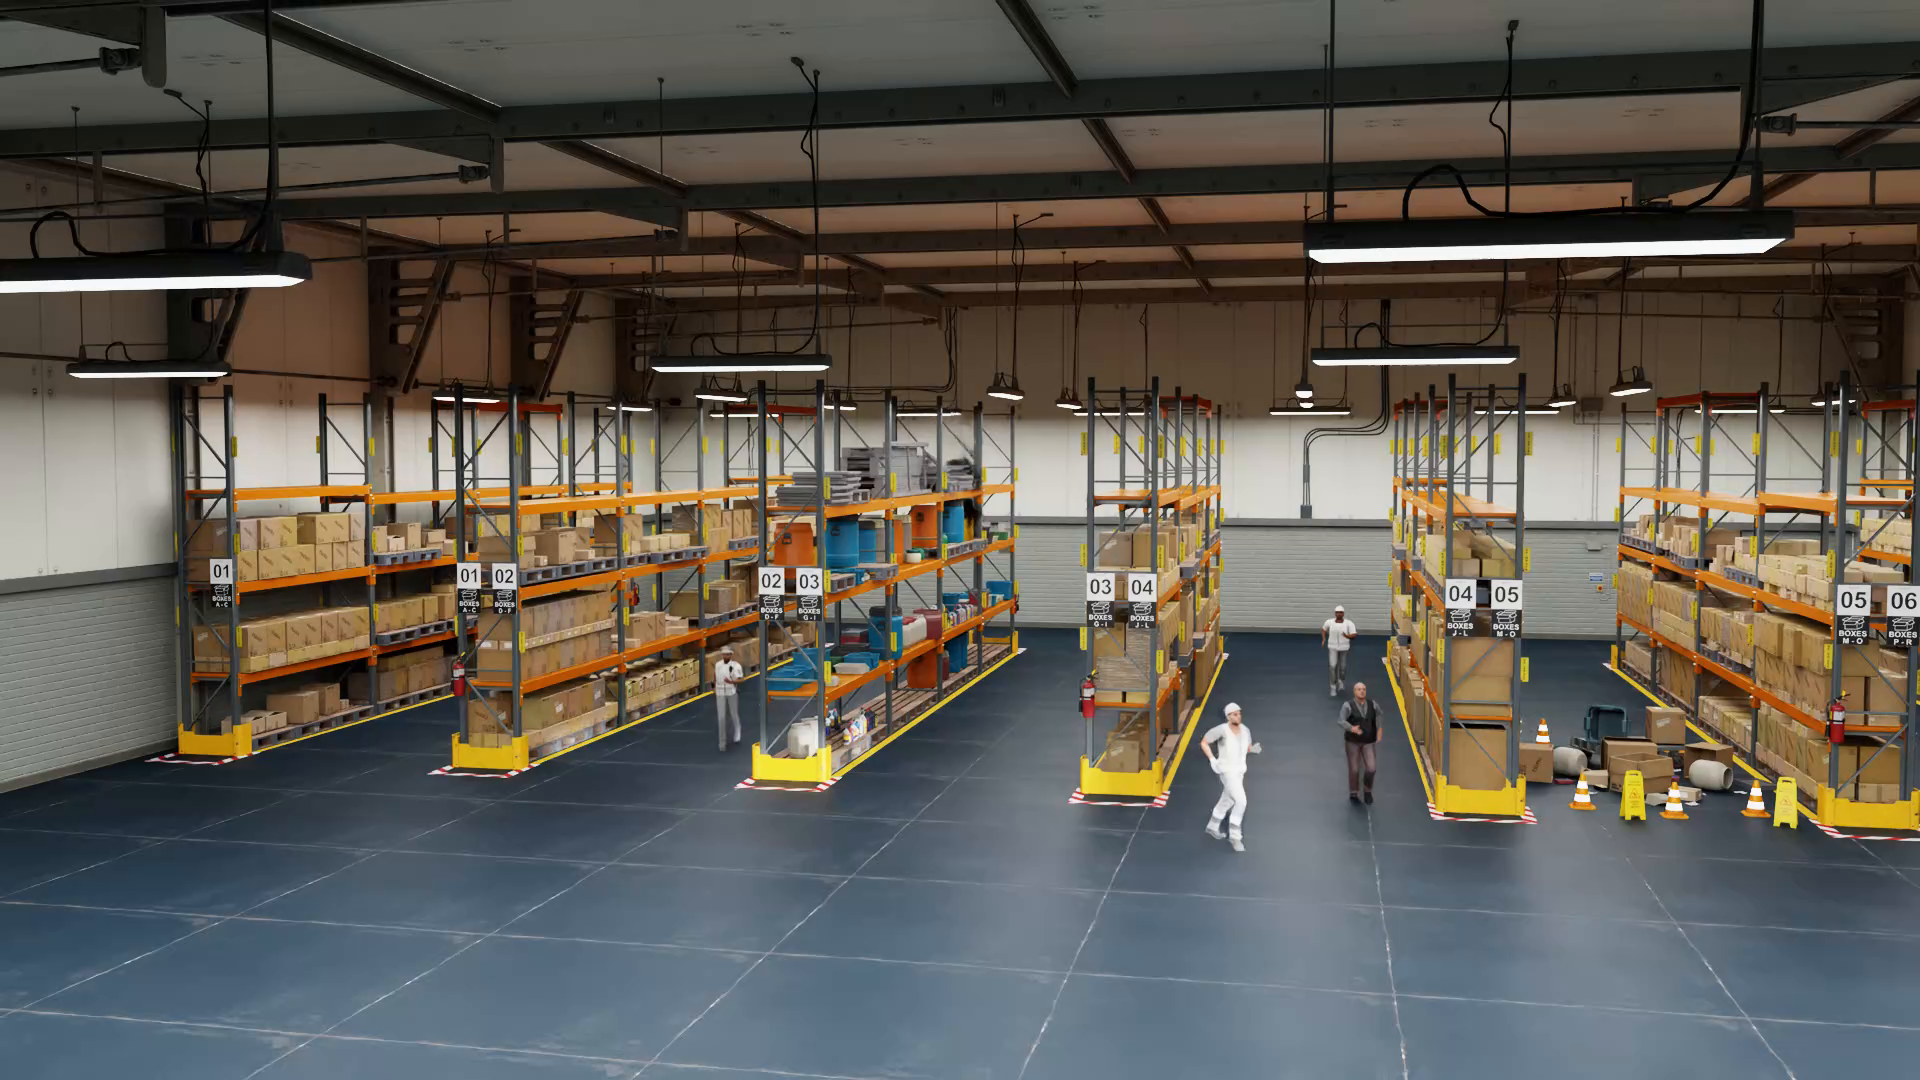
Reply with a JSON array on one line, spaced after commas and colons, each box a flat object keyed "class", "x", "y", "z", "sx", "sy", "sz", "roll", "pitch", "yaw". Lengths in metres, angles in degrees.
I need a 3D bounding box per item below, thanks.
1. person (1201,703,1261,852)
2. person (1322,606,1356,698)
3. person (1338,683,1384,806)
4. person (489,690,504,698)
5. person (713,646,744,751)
[{"class": "person", "x": 3.413, "y": 2.955, "z": 20.850, "sx": 0.616, "sy": 1.852, "sz": 0.782, "roll": -3, "pitch": 4, "yaw": -40}, {"class": "person", "x": 7.653, "y": 2.226, "z": 33.594, "sx": 0.685, "sy": 1.809, "sz": 0.868, "roll": 1, "pitch": 3, "yaw": 13}, {"class": "person", "x": 5.611, "y": 2.857, "z": 23.203, "sx": 0.674, "sy": 1.734, "sz": 0.686, "roll": 0, "pitch": 3, "yaw": 3}, {"class": "person", "x": -8.142, "y": 2.476, "z": 29.643, "sx": 0.660, "sy": 1.823, "sz": 0.629, "roll": 1, "pitch": 3, "yaw": 10}, {"class": "person", "x": -3.848, "y": 2.584, "z": 27.639, "sx": 0.567, "sy": 1.697, "sz": 0.933, "roll": 0, "pitch": 3, "yaw": 5}]
